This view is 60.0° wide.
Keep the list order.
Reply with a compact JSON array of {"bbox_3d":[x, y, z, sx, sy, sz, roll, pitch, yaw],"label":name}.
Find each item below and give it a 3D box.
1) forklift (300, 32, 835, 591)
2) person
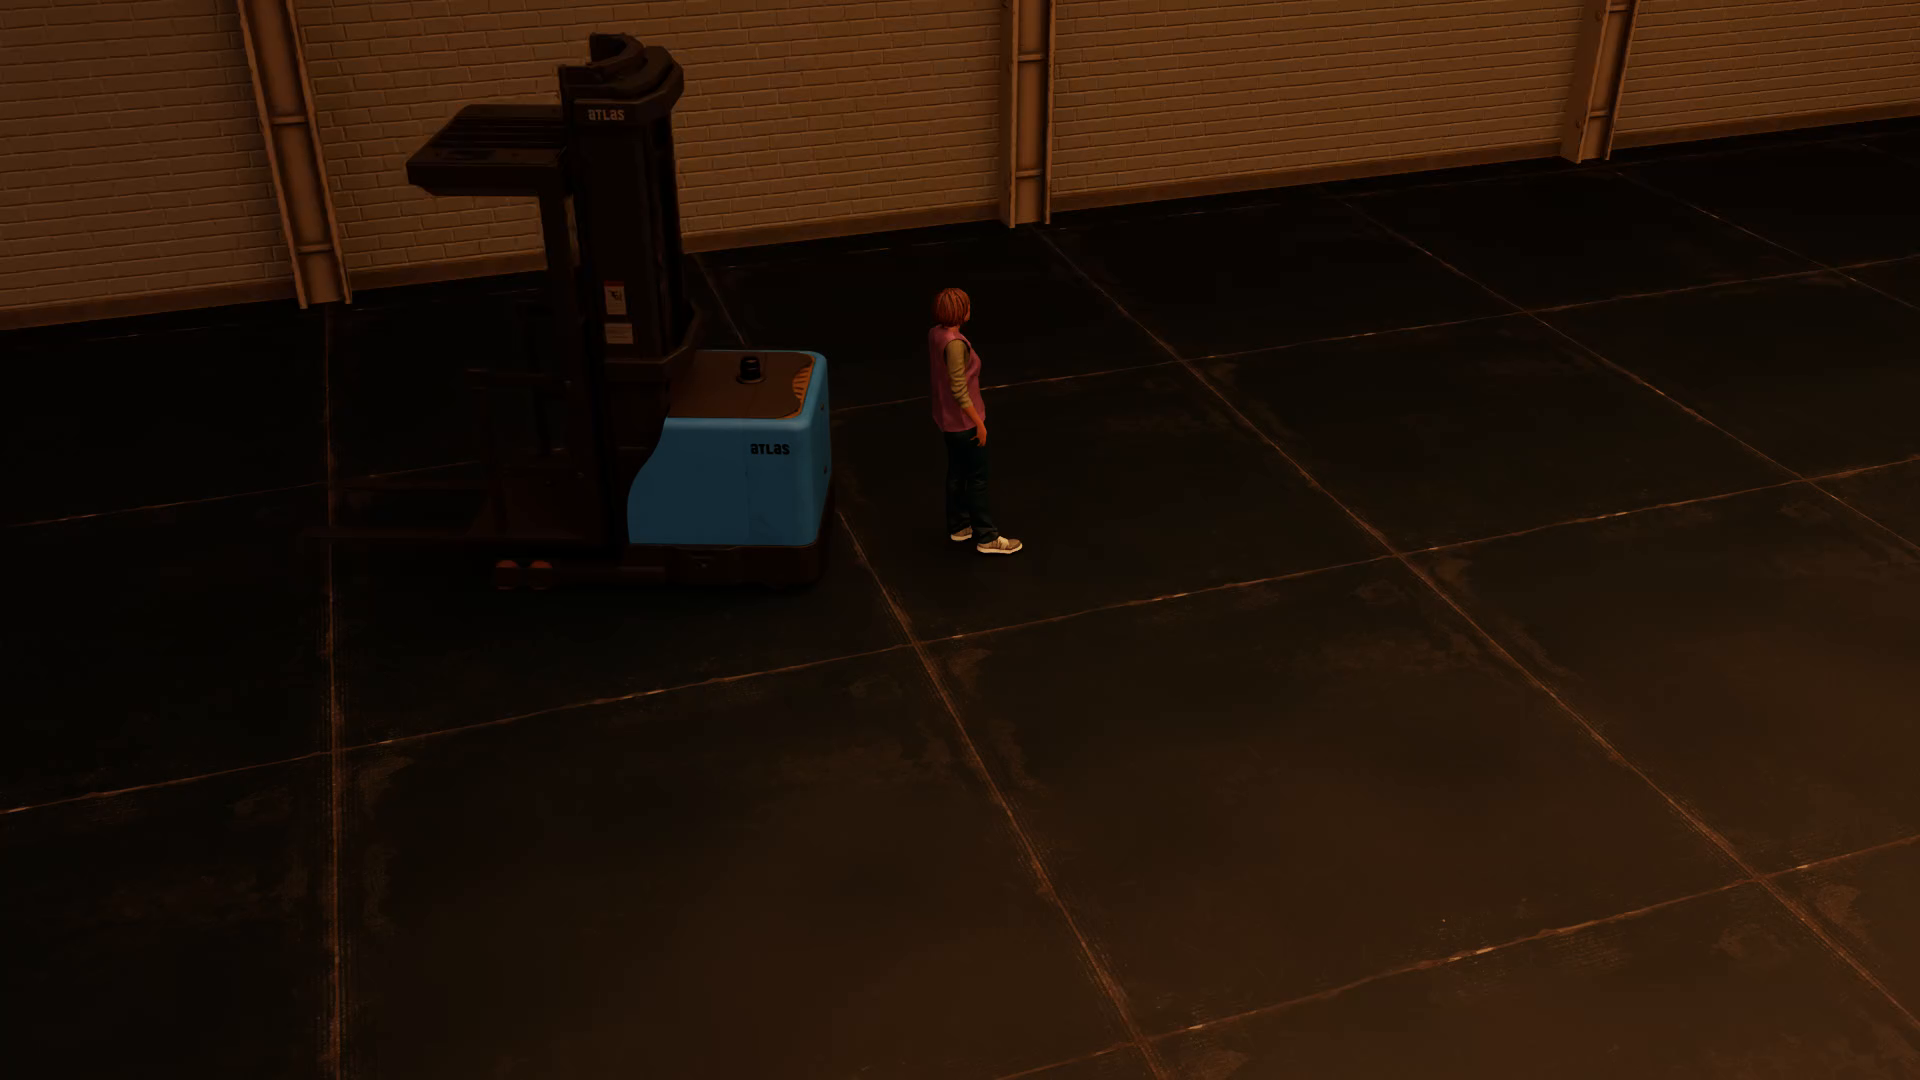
[{"bbox_3d":[-2.298,-1.244,9.250,3.031,2.935,1.130,1,30,2],"label":"forklift"},{"bbox_3d":[0.074,-0.704,9.633,0.475,1.596,0.520,-10,31,-16],"label":"person"}]
